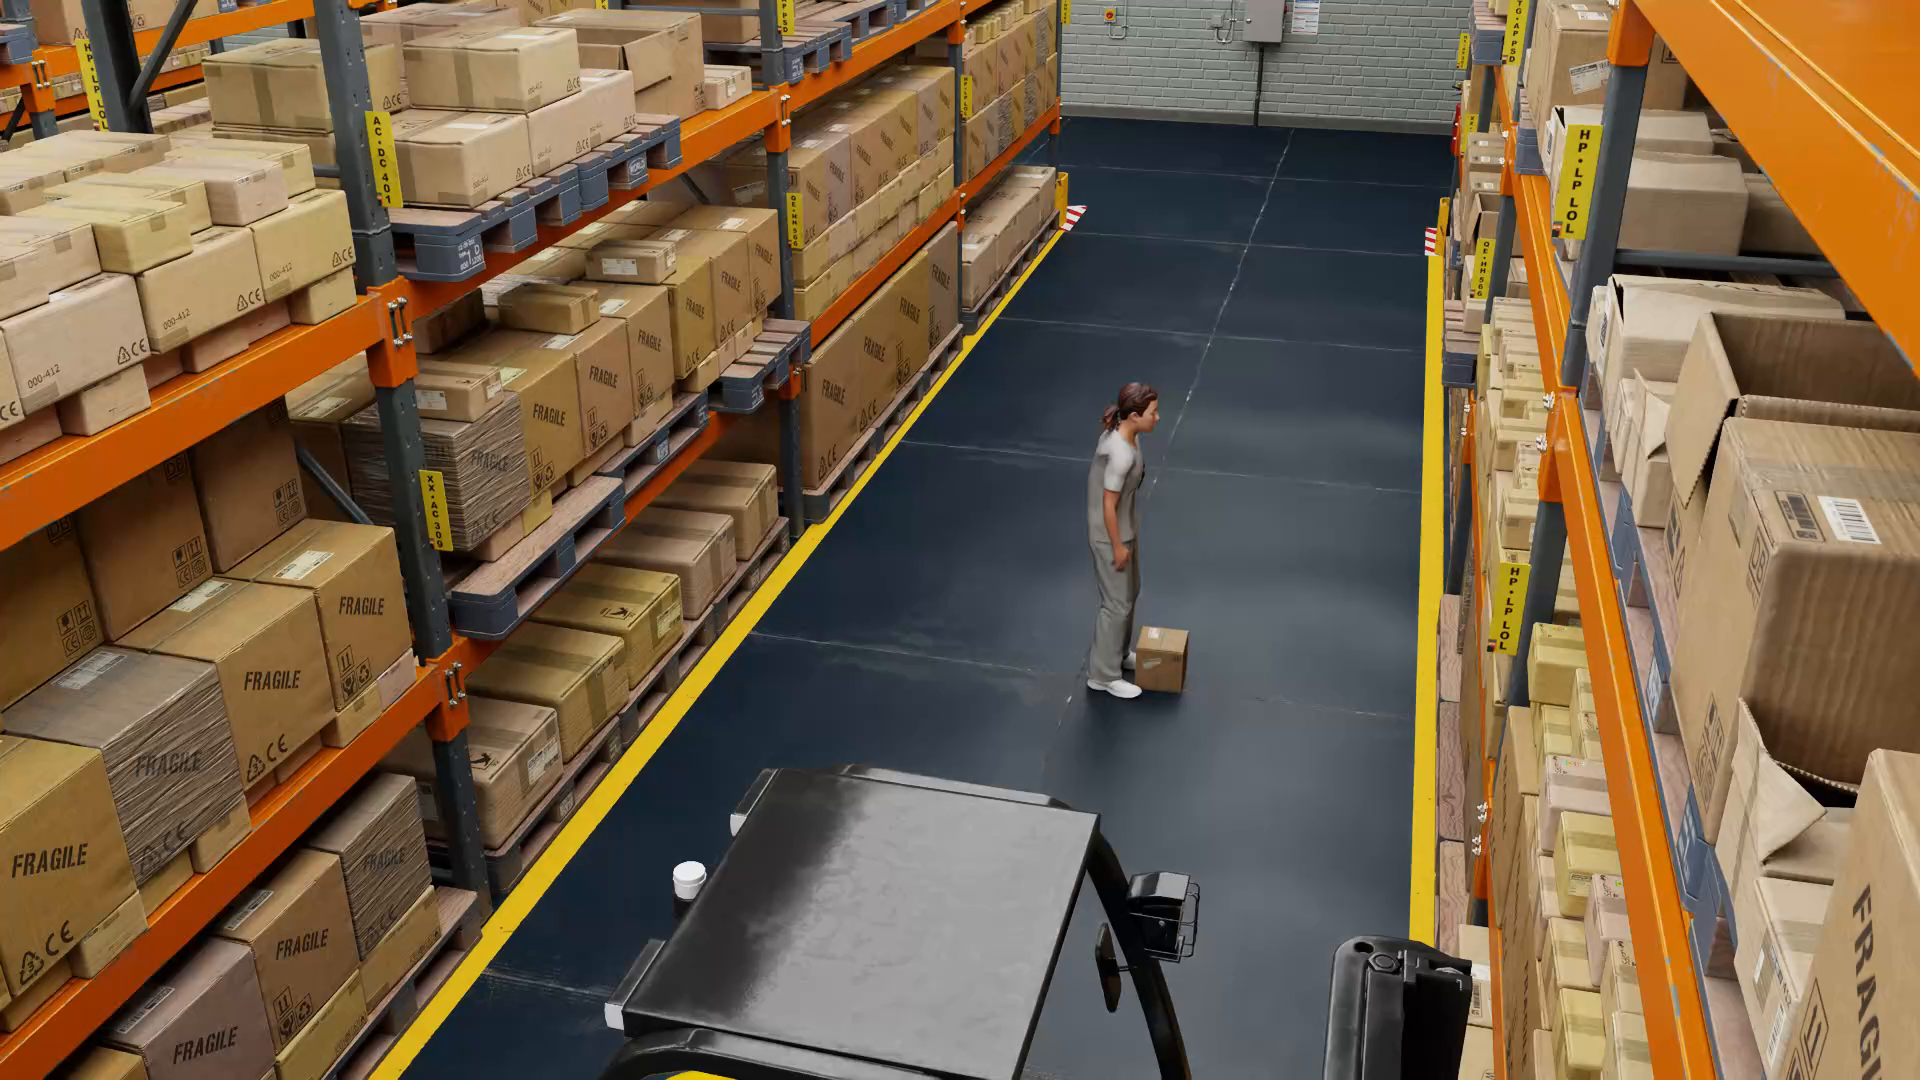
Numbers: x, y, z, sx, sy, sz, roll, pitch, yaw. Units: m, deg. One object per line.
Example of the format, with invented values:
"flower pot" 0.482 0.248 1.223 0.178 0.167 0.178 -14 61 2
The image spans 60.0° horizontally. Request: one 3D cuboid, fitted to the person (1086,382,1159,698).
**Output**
"person" 0.837 -0.024 8.662 0.365 1.671 0.500 5 26 11
